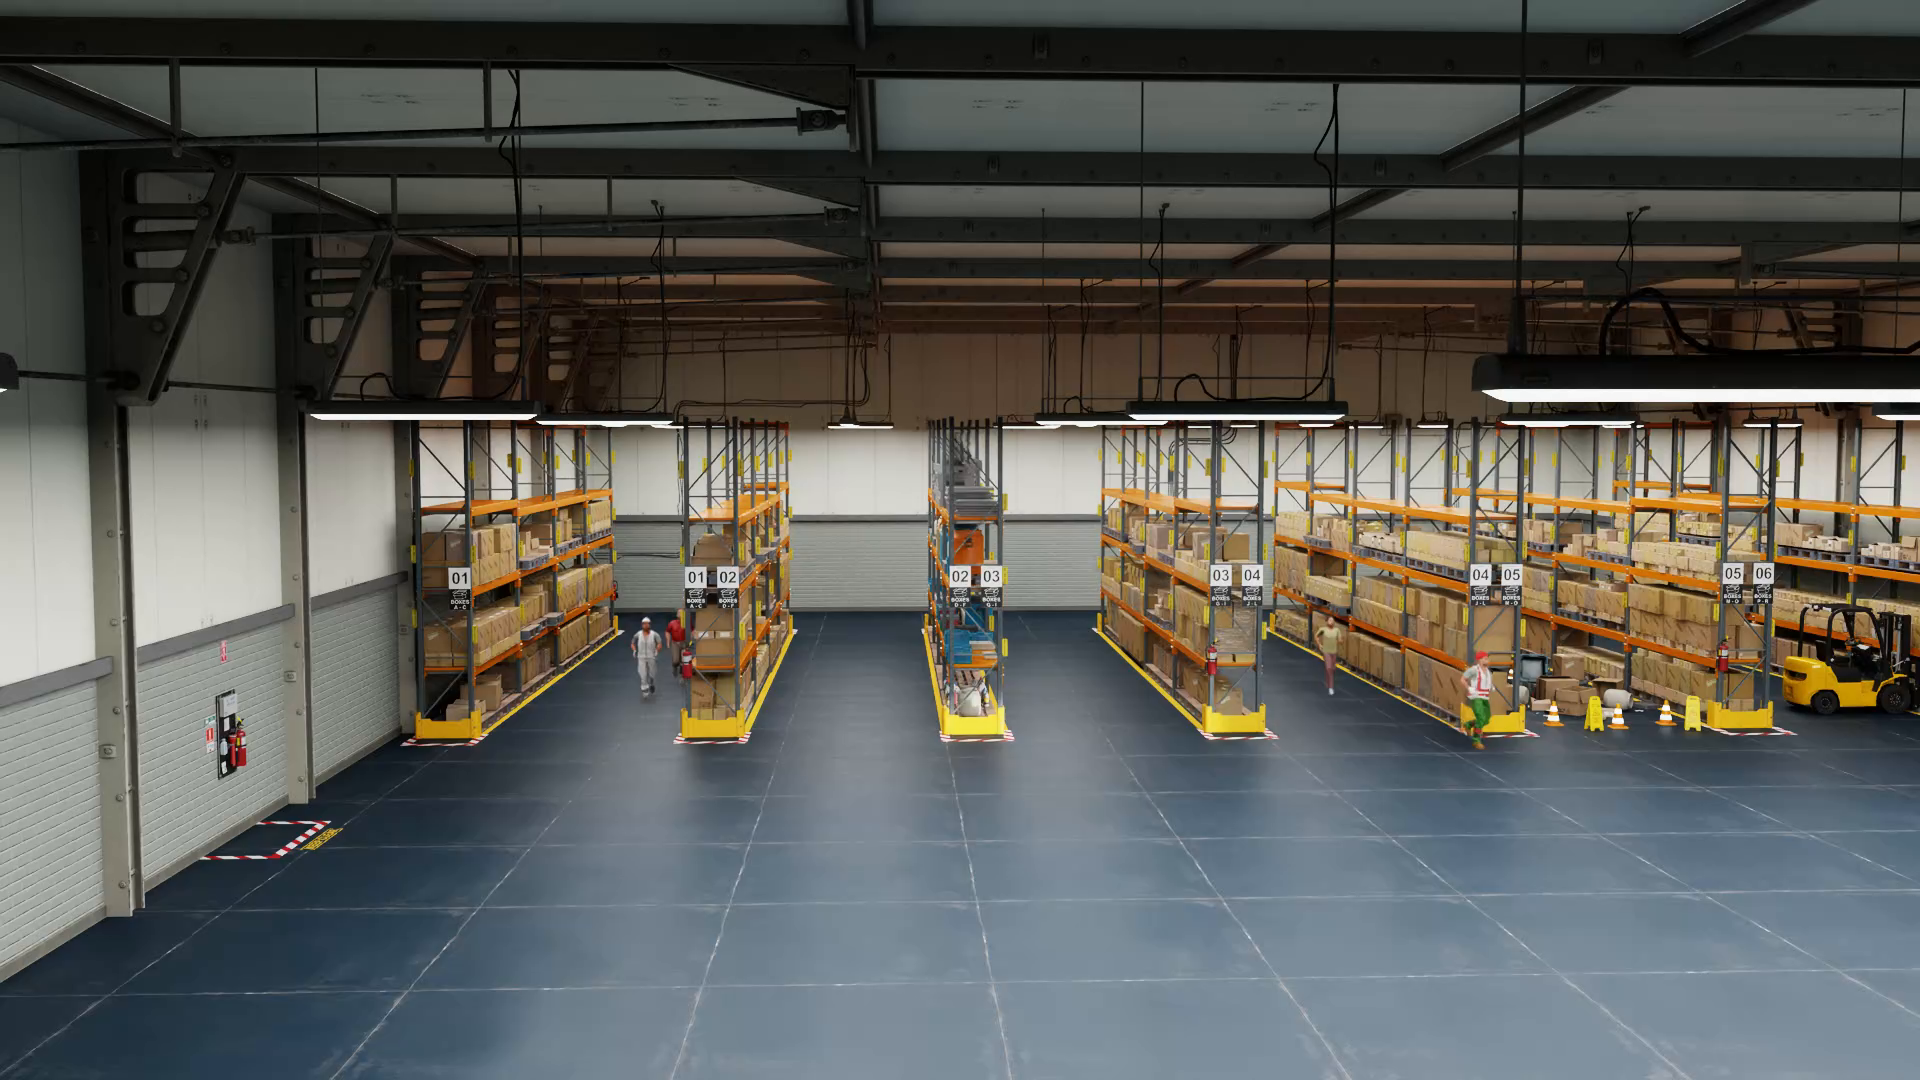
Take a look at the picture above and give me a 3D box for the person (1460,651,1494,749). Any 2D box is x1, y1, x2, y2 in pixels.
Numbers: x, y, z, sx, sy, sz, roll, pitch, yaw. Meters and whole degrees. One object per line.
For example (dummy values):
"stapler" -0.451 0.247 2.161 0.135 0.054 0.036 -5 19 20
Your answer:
"person" 9.491 2.895 30.417 0.691 1.731 0.775 -2 4 -30

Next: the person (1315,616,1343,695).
"person" 8.117 2.518 36.496 0.572 1.646 0.827 0 4 -5

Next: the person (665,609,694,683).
"person" -6.374 2.415 37.890 0.663 1.676 0.600 -1 4 -11

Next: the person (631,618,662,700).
"person" -6.708 2.533 35.572 0.655 1.738 0.631 -1 4 -9
